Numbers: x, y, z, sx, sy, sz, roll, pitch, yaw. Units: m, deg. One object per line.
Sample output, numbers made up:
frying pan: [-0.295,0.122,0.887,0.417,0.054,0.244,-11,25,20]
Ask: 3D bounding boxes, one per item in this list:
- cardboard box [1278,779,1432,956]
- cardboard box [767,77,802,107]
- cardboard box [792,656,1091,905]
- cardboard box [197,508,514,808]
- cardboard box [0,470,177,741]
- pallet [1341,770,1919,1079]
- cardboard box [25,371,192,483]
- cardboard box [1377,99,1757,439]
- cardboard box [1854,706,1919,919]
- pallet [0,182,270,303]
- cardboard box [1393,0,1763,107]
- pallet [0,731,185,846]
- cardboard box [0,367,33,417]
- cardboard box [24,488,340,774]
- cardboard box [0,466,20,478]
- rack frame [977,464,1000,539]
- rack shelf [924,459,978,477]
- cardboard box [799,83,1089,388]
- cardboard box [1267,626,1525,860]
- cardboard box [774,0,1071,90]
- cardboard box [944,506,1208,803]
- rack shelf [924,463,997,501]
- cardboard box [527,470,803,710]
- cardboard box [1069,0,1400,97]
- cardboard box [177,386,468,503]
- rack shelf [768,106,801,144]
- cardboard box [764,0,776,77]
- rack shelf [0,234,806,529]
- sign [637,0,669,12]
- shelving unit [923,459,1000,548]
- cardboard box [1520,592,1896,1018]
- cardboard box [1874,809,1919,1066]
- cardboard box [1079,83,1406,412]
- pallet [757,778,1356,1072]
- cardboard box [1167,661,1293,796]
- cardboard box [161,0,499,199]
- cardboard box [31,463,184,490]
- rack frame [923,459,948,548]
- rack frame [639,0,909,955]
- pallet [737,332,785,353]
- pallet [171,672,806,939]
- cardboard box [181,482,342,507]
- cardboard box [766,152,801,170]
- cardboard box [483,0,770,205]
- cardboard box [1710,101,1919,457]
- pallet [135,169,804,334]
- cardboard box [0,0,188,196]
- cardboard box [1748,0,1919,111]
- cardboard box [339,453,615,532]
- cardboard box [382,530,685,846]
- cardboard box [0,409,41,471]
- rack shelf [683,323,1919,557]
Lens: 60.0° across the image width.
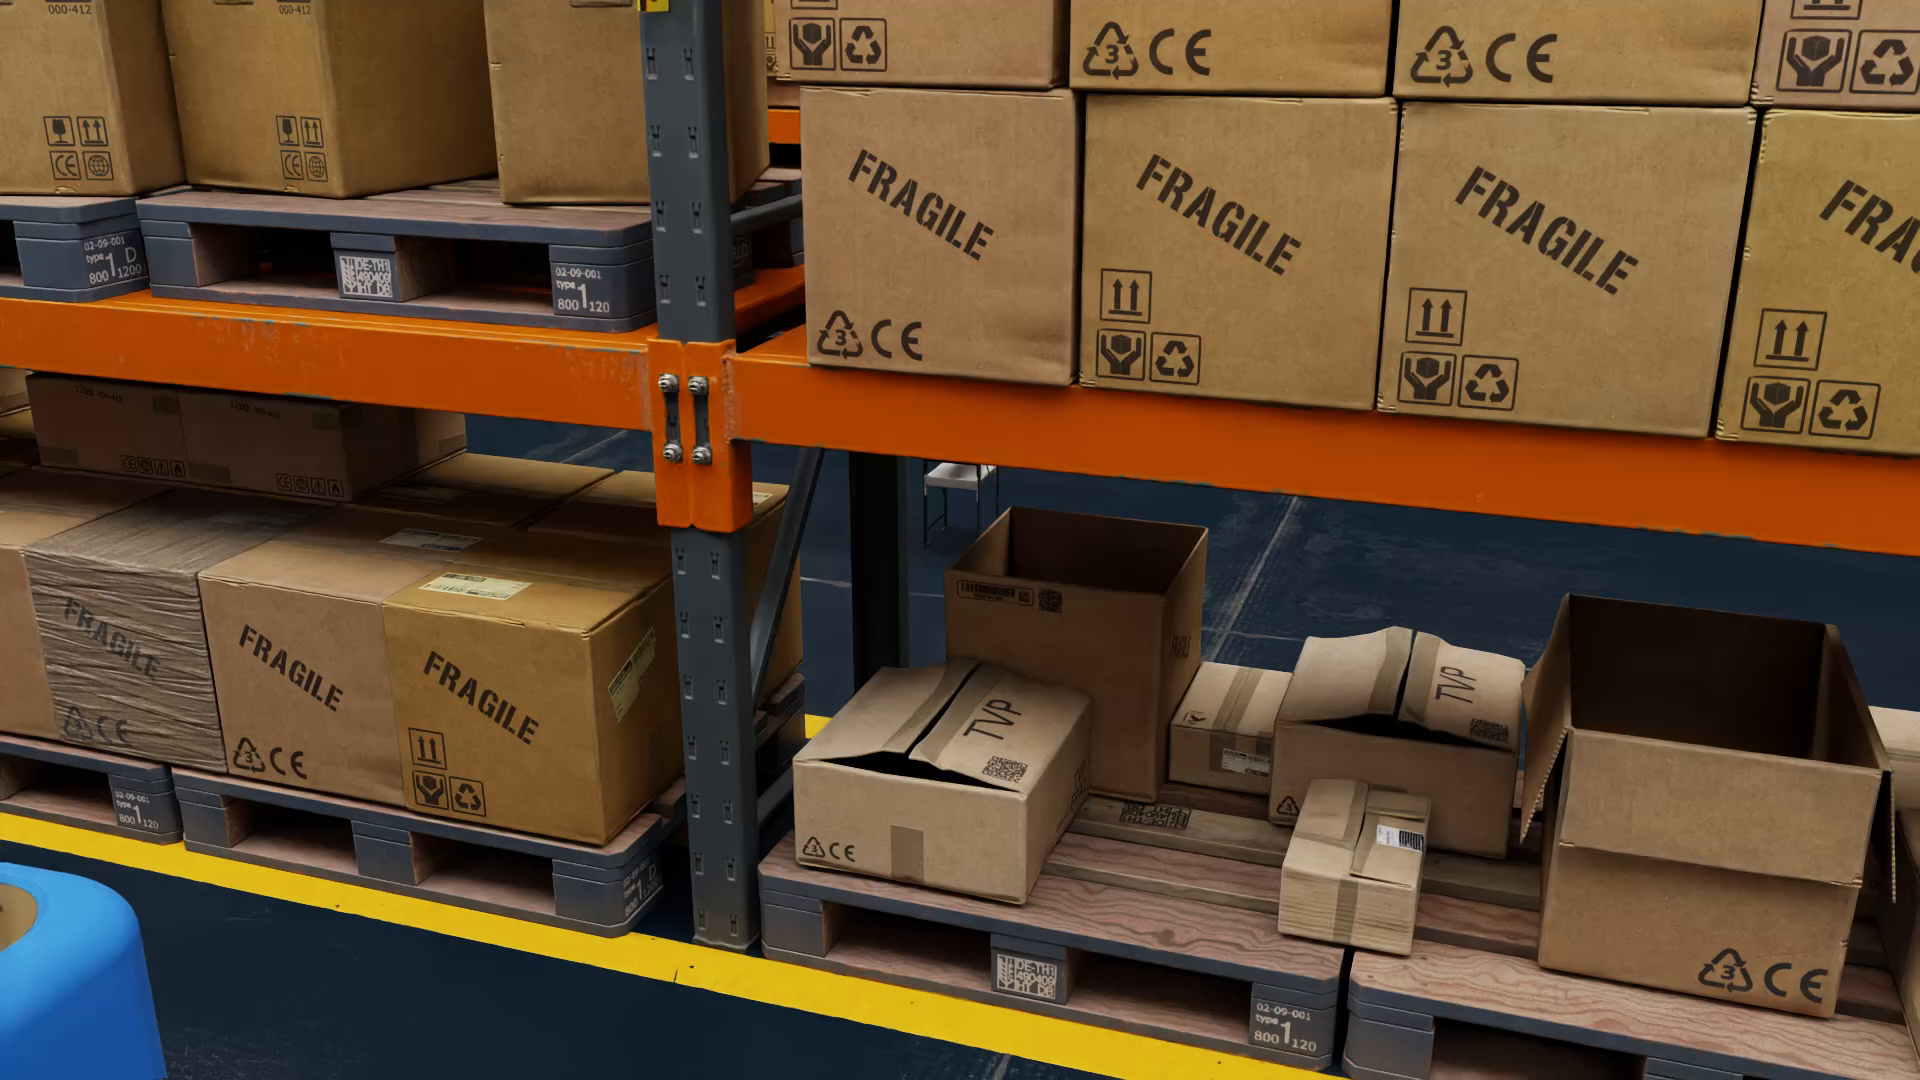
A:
cardboard box: [0.794,0.638,3.324,0.250,0.166,0.380,7,20,18]
cardboard box: [-0.820,-2.288,8.435,0.250,0.149,0.380,7,20,18]
cardboard box: [-0.026,0.480,3.559,0.500,0.311,0.500,7,20,18]
cardboard box: [-1.376,0.258,3.909,0.500,0.500,0.500,7,20,18]
cardboard box: [-2.331,0.149,4.220,0.500,0.500,0.500,6,20,16]
pallet: [1.453,0.828,3.381,1.213,0.211,1.003,7,20,18]
cardboard box: [-2.147,-0.366,4.560,0.500,0.250,0.500,6,20,17]
cardboard box: [0.997,-0.493,2.782,0.500,0.500,0.500,6,20,18]
cardboard box: [2.062,0.573,3.384,0.500,0.250,0.500,7,20,18]
pallet: [-2.292,-0.827,4.184,1.213,0.211,1.003,7,20,18]
cardboard box: [0.974,-0.964,2.615,0.500,0.500,0.500,6,20,16]
pallet: [-2.289,0.415,4.566,1.213,0.211,1.003,7,20,18]
cardboard box: [-3.115,-0.475,4.873,0.500,0.250,0.500,7,21,20]
cardboard box: [-1.850,0.203,4.065,0.500,0.500,0.500,7,20,19]
cardboard box: [-2.825,0.094,4.377,0.500,0.500,0.500,6,20,17]
rack frame: [0.104,-0.413,5.894,0.006,0.900,0.240,7,20,18]
rack shelf: [0.008,-0.308,5.966,0.200,0.077,0.258,7,20,18]
cardboard box: [0.040,-0.602,3.094,0.500,0.500,0.500,7,20,19]
cardboard box: [0.988,0.422,3.726,0.500,0.311,0.500,7,20,18]
cardboard box: [0.001,-1.076,2.934,0.500,0.500,0.500,7,20,19]
cardboard box: [0.280,0.251,3.927,0.500,0.500,0.500,7,20,18]
rack shelf: [0.008,-0.223,5.996,0.200,0.077,0.258,7,20,18]
cardboard box: [-0.729,0.150,4.218,0.500,0.500,0.500,6,20,16]
cardboard box: [0.489,-1.020,2.774,0.500,0.500,0.500,6,20,16]
cardboard box: [-1.673,-0.312,4.405,0.500,0.250,0.500,7,20,18]
rack shelf: [-0.619,-2.112,8.670,4.000,0.370,1.077,7,20,18]
cardboard box: [-0.679,-2.565,8.244,0.500,0.500,0.500,7,20,20]
rack shelf: [-2.241,-0.571,4.250,4.000,0.370,1.077,7,20,18]
sign: [-0.530,-1.068,2.825,0.005,0.325,0.100,7,20,18]
shelving unit: [0.008,-0.424,5.926,0.210,0.900,0.258,7,20,18]
cardboard box: [1.425,0.478,3.273,0.637,0.503,0.797,7,20,18]
cardboard box: [1.945,0.734,2.922,0.500,0.250,0.500,7,20,18]
cardboard box: [0.525,-0.548,2.939,0.500,0.500,0.500,7,20,19]
pallet: [0.297,0.697,3.757,1.213,0.211,1.003,7,20,18]
cardboard box: [0.654,0.439,3.922,0.250,0.149,0.380,7,20,18]
cardboard box: [-1.396,-1.115,3.929,0.500,0.500,0.700,10,22,27]
cardboard box: [-2.183,-0.015,4.692,0.500,0.500,0.500,6,20,16]
rack frame: [-0.088,-0.435,5.957,0.006,0.900,0.240,7,20,18]
rack frame: [-0.352,-0.695,3.512,0.127,3.000,1.000,7,20,18]
pallet: [-0.639,-1.110,8.939,1.213,0.211,1.003,7,20,18]
pallet: [-1.132,0.546,4.189,1.213,0.211,1.003,7,20,18]
cardboard box: [-1.706,0.039,4.535,0.500,0.500,0.500,7,20,19]
cardboard box: [-1.031,-1.634,8.834,0.750,0.750,0.750,6,20,18]
cardboard box: [-0.726,-1.061,3.773,0.500,0.500,0.700,0,19,0]
cardboard box: [1.478,-0.439,2.625,0.500,0.500,0.500,6,20,17]
pallet: [-1.071,-0.724,3.888,1.213,0.211,1.003,7,20,18]
cardboard box: [-2.041,-1.112,3.919,0.500,0.500,0.700,1,19,4]
cardboard box: [1.462,-0.909,2.455,0.500,0.500,0.500,7,20,20]
cardboard box: [-1.236,0.096,4.373,0.500,0.500,0.500,7,20,19]
cardboard box: [-0.912,0.314,3.748,0.500,0.500,0.500,6,20,18]
cardboard box: [-2.681,-0.070,4.849,0.500,0.500,0.500,6,20,16]
rack shelf: [1.538,-0.139,3.010,4.000,0.370,1.077,7,20,18]
